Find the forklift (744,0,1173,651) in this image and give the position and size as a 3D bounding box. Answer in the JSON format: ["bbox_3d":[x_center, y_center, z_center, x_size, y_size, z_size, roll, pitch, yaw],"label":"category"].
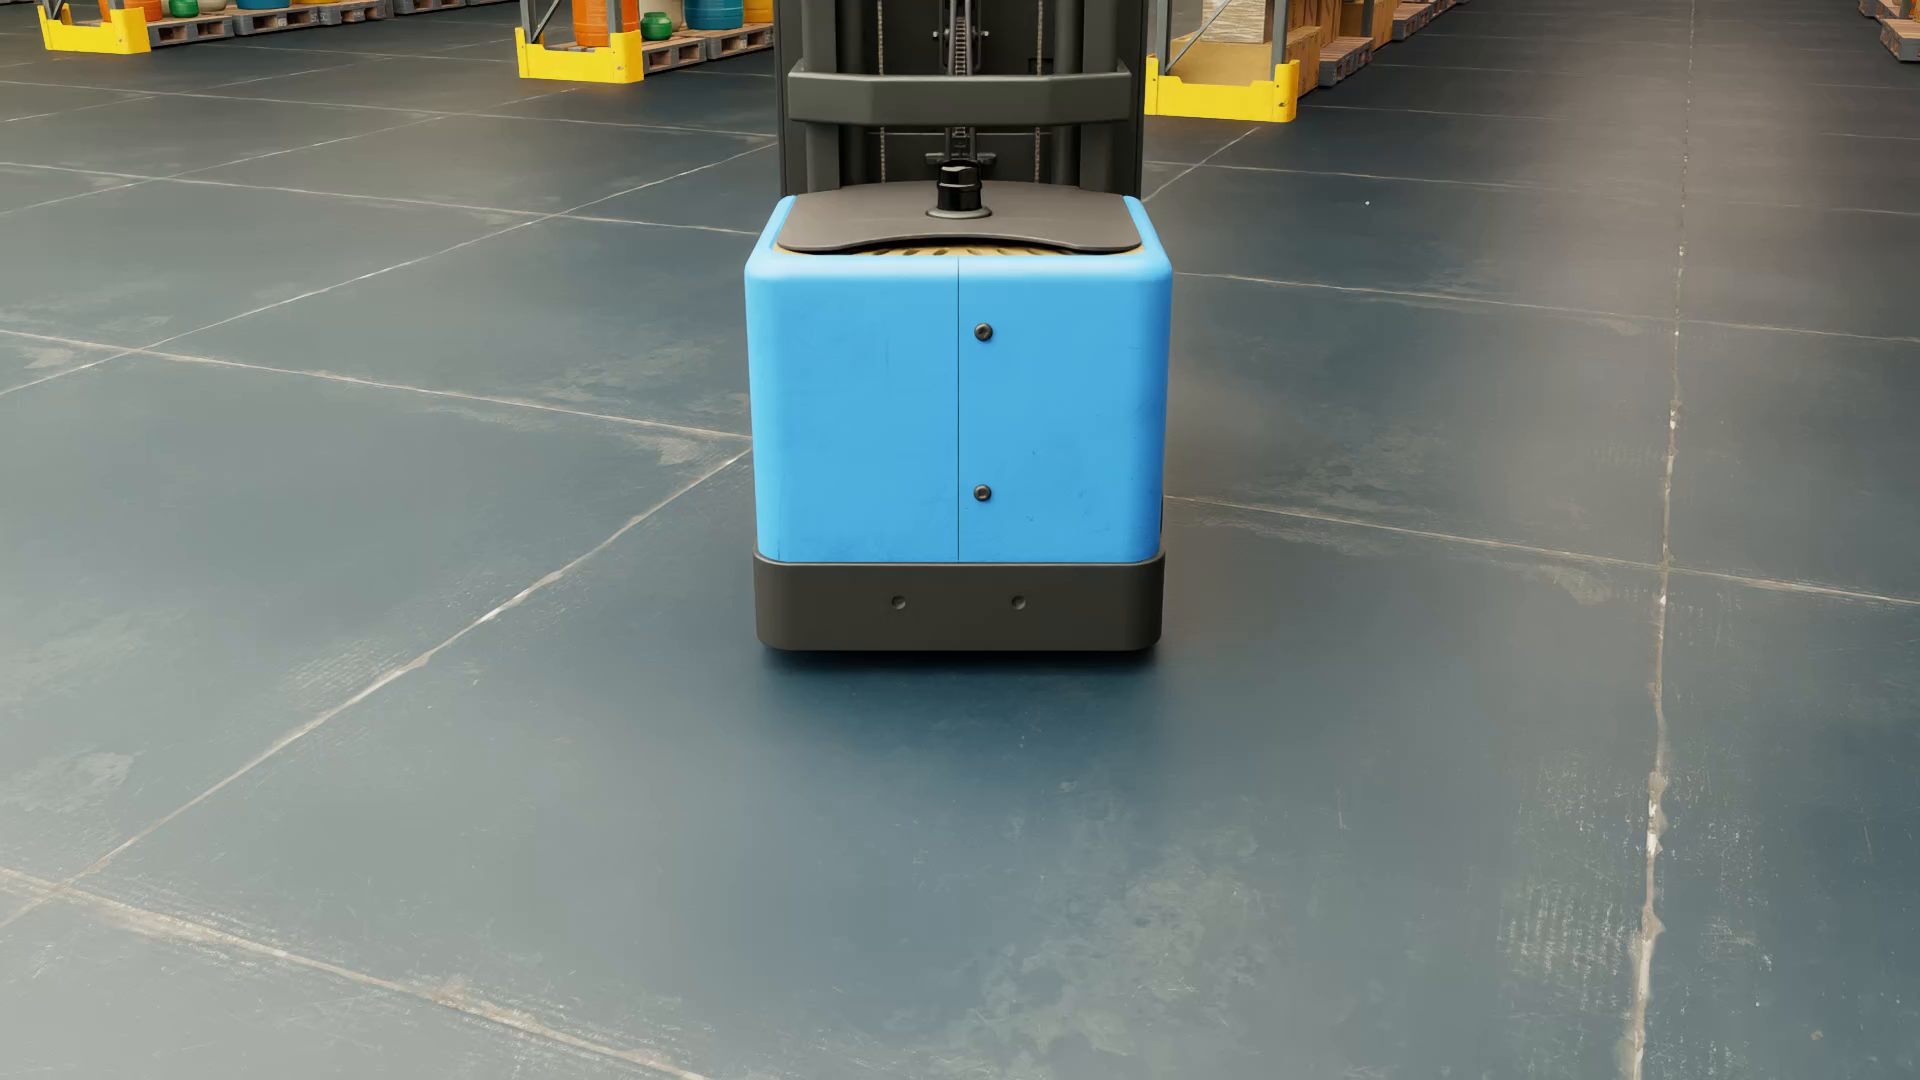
[{"bbox_3d":[0.002,-1.587,5.089,1.130,2.935,3.031,0,23,0],"label":"forklift"}]
